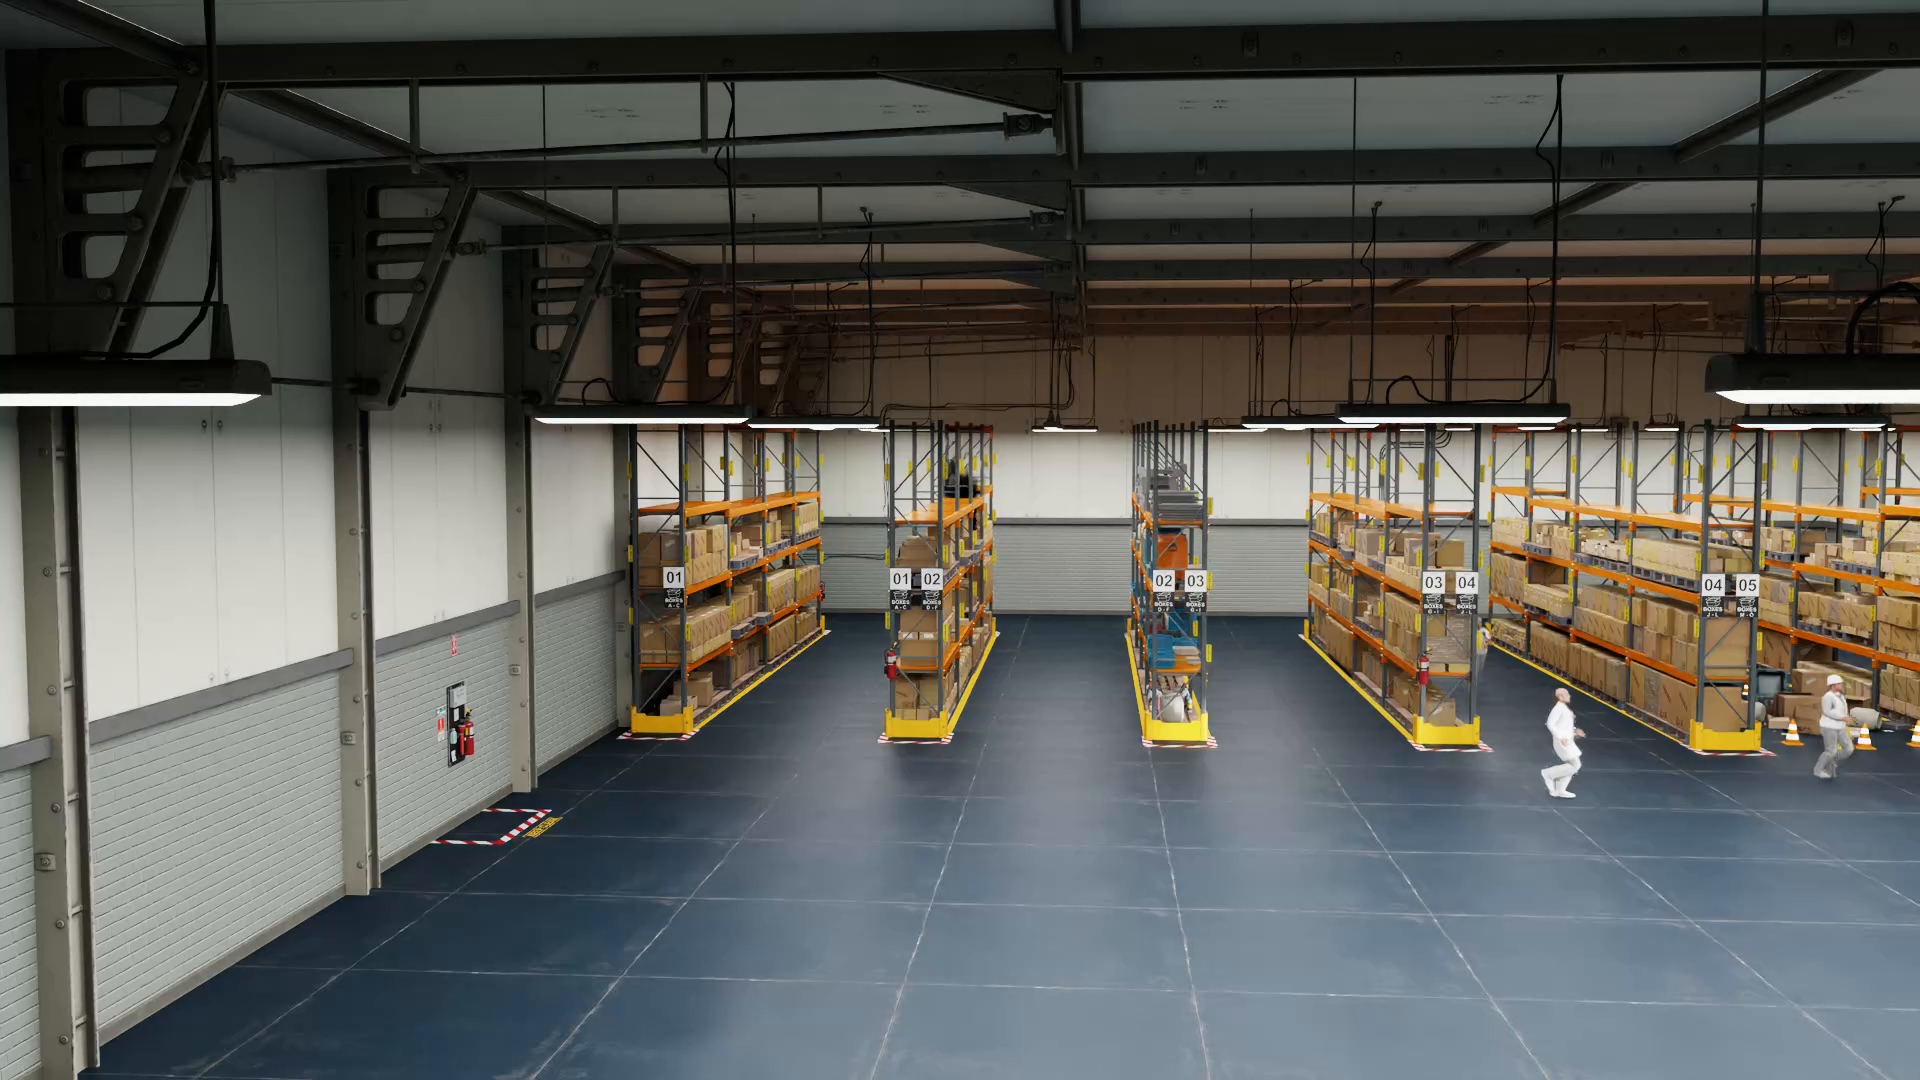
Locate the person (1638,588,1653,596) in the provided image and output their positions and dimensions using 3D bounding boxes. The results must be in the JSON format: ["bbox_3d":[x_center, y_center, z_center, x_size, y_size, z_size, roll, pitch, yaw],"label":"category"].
[{"bbox_3d":[19.540,1.872,47.298,0.623,1.745,0.716,0,4,0],"label":"person"}]

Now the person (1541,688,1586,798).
[{"bbox_3d":[9.513,3.199,26.207,0.635,1.730,0.708,2,4,26],"label":"person"}]

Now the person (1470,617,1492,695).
[{"bbox_3d":[11.502,2.558,36.958,0.597,1.717,0.778,0,4,1],"label":"person"}]

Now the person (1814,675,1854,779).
[{"bbox_3d":[14.518,3.106,27.536,0.683,1.761,0.653,-3,4,-35],"label":"person"}]
